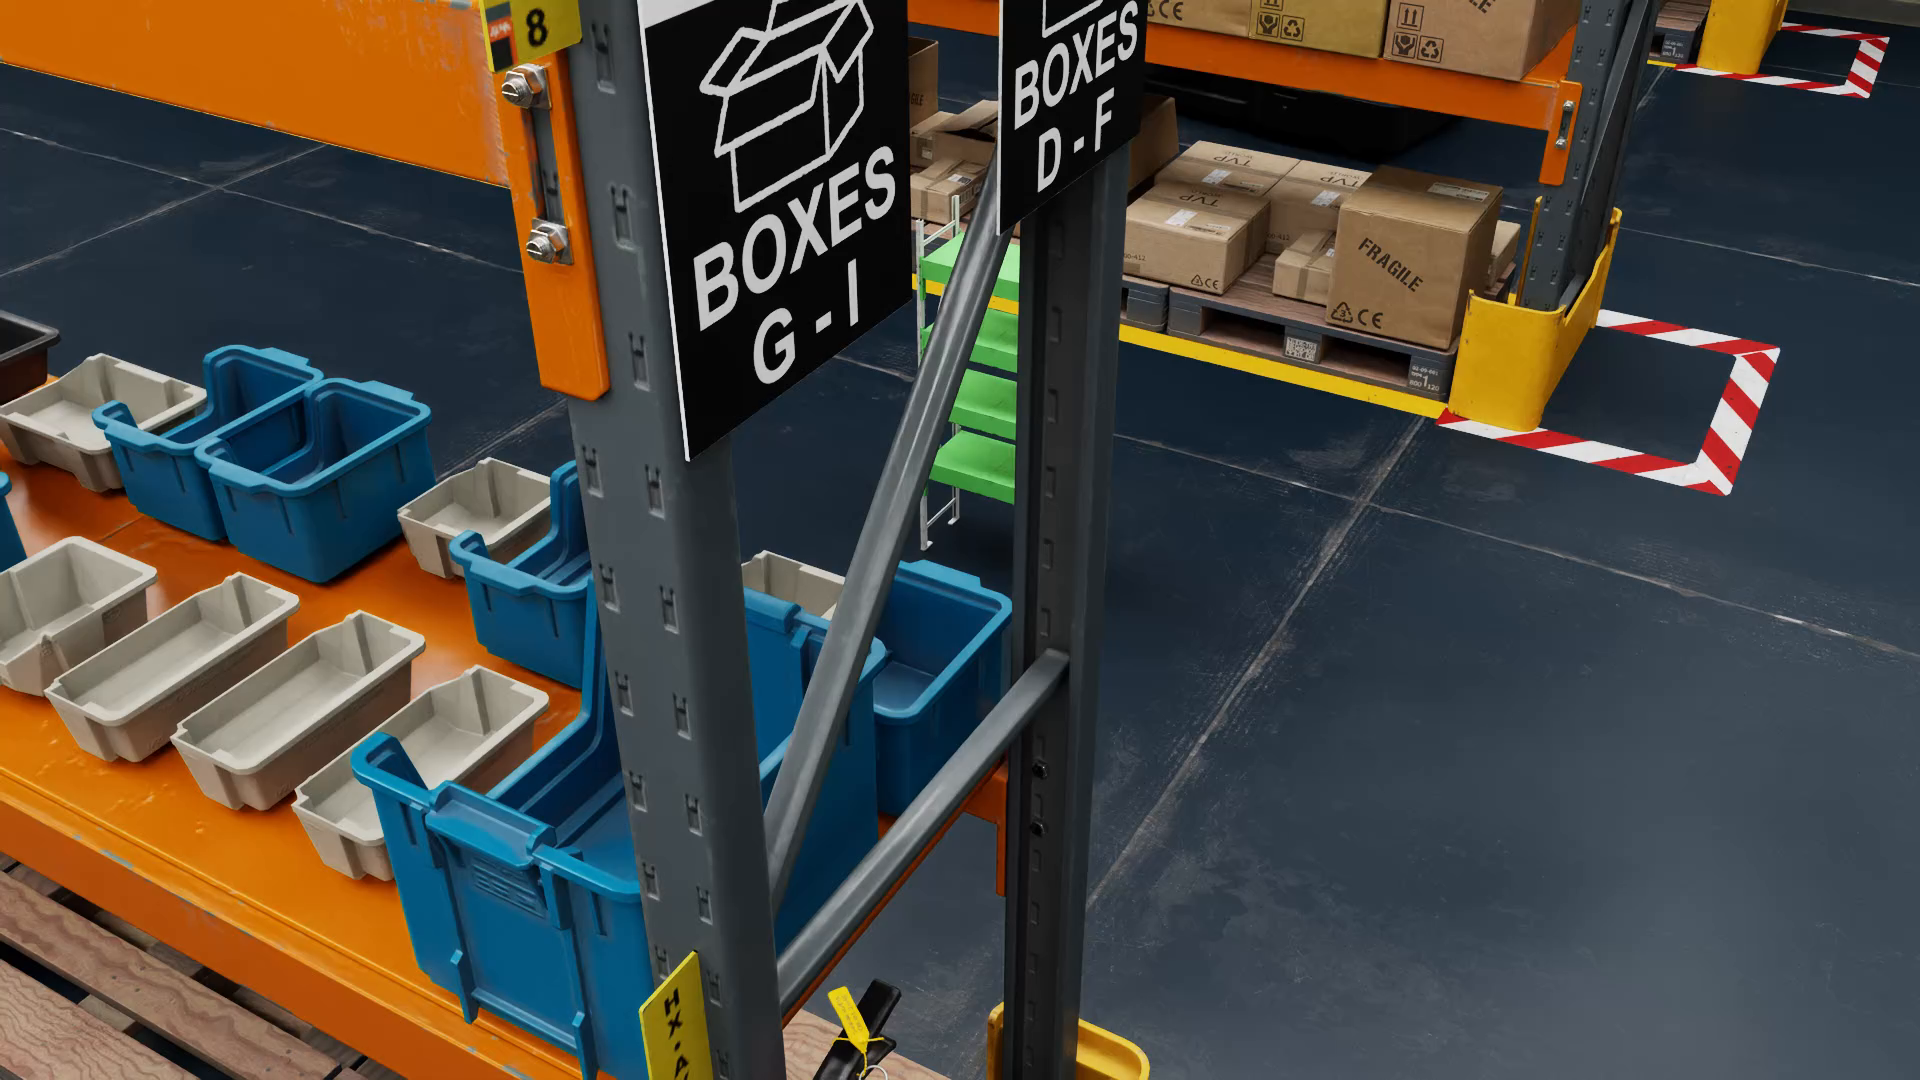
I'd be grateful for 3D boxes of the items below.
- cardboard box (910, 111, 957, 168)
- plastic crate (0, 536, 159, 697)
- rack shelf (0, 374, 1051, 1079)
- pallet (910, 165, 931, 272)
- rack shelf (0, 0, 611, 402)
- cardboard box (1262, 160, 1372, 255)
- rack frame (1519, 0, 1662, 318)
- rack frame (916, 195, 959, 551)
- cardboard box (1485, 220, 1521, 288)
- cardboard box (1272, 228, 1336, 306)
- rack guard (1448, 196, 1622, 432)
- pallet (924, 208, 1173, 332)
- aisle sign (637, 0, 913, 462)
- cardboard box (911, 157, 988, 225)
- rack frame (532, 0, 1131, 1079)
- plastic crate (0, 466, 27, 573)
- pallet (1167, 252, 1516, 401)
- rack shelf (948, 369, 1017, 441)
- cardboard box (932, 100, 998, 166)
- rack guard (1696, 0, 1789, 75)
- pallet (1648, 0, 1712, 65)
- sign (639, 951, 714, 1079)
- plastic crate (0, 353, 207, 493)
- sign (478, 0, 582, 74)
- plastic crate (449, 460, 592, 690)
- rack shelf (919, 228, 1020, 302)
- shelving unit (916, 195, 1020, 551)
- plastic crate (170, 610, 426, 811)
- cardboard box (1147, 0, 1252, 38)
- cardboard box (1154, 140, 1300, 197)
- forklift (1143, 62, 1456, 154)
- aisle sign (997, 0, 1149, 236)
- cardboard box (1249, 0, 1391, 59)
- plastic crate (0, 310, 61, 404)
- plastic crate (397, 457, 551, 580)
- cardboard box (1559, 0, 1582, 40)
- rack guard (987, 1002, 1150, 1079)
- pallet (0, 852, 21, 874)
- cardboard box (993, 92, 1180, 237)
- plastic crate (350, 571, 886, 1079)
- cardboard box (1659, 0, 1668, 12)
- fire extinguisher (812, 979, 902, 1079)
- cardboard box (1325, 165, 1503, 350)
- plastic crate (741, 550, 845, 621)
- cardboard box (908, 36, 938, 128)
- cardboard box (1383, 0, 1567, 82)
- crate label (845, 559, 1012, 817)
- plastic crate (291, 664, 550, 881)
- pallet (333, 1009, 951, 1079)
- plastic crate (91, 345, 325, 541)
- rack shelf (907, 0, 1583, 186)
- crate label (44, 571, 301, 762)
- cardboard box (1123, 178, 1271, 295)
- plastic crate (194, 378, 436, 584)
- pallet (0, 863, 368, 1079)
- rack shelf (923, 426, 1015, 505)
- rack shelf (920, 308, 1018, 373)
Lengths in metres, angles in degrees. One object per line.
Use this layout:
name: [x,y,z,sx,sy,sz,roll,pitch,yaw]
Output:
cardboard box: [-0.089,-1.958,8.159,0.250,0.149,0.380,18,37,24]
plastic crate: [-1.630,0.150,3.002,0.250,0.136,0.298,18,37,24]
rack shelf: [-1.804,0.176,3.428,4.000,0.370,1.077,18,37,24]
pallet: [-0.484,-1.706,8.121,1.213,0.211,1.003,18,37,24]
rack shelf: [-1.804,-1.072,2.597,4.000,0.370,1.077,18,37,24]
cardboard box: [1.628,-1.418,7.257,0.500,0.250,0.500,18,37,24]
rack frame: [2.393,-1.956,5.981,0.127,3.000,1.000,18,37,24]
rack frame: [-0.068,-0.521,5.450,0.015,1.200,0.240,18,37,24]
cardboard box: [2.200,-1.233,7.070,0.250,0.149,0.380,18,37,24]
cardboard box: [1.492,-1.145,6.923,0.250,0.166,0.380,18,37,24]
rack guard: [2.327,-0.936,6.705,0.348,0.500,1.175,18,37,24]
pallet: [0.579,-1.371,7.618,1.213,0.211,1.003,18,37,24]
aisle sign: [-0.151,-0.494,1.441,0.004,0.787,0.394,18,37,24]
cardboard box: [-0.067,-1.607,7.616,0.250,0.166,0.380,18,37,24]
rack frame: [-0.069,0.428,2.400,0.053,2.616,0.949,18,37,24]
plastic crate: [-1.978,0.030,3.095,0.300,0.233,0.416,18,37,24]
pallet: [1.635,-1.035,7.114,1.213,0.211,1.003,18,37,24]
rack shelf: [0.144,-0.401,5.384,0.480,0.148,0.258,18,37,24]
cardboard box: [0.207,-1.893,7.916,0.500,0.311,0.500,18,37,24]
rack guard: [4.869,-3.294,10.245,0.348,0.500,1.175,18,37,24]
pallet: [4.115,-3.362,10.609,1.213,0.211,1.003,18,37,24]
sign: [-0.327,0.628,1.953,0.005,0.325,0.100,18,37,24]
plastic crate: [-1.880,-0.254,3.609,0.466,0.136,0.293,18,37,24]
sign: [-0.327,-0.509,1.196,0.005,0.325,0.100,18,37,24]
plastic crate: [-0.690,0.064,3.044,0.300,0.233,0.416,18,37,24]
rack shelf: [0.144,-0.800,5.118,0.480,0.148,0.258,18,37,24]
shelving unit: [0.144,-0.454,5.349,0.503,1.200,0.258,18,37,24]
plastic crate: [-1.110,0.288,2.795,0.243,0.136,0.396,18,37,24]
cardboard box: [0.987,-2.270,6.363,0.500,0.500,0.500,18,38,25]
cardboard box: [1.194,-1.556,7.464,0.500,0.250,0.500,18,37,24]
forklift: [1.387,-3.906,8.971,3.031,2.935,1.130,24,40,31]
aisle sign: [0.142,-0.778,1.867,0.004,0.787,0.394,18,37,24]
cardboard box: [1.417,-2.131,6.153,0.500,0.500,0.500,18,38,25]
plastic crate: [-2.436,-0.405,3.846,0.590,0.125,0.437,18,37,24]
plastic crate: [-0.945,-0.029,3.272,0.298,0.136,0.250,18,37,24]
cardboard box: [2.139,-2.246,6.327,0.500,0.500,0.500,18,38,25]
rack guard: [-0.040,1.468,3.095,0.348,0.500,1.175,18,37,24]
pallet: [-2.883,0.671,4.552,1.213,0.211,1.003,18,37,24]
cardboard box: [0.554,-1.686,7.431,0.637,0.503,0.797,18,37,24]
plastic crate: [-0.451,0.385,2.380,0.499,0.435,0.616,18,37,24]
cardboard box: [4.191,-3.619,10.355,0.500,0.500,0.700,18,37,24]
fire extinguisher: [-0.162,0.874,2.137,0.183,0.674,0.296,18,37,24]
cardboard box: [1.799,-1.130,6.598,0.500,0.500,0.500,18,37,24]
plastic crate: [-0.356,0.157,2.991,0.298,0.136,0.250,18,37,24]
cardboard box: [-0.444,-2.178,8.173,0.500,0.500,0.500,18,37,24]
cardboard box: [1.869,-1.990,5.941,0.500,0.500,0.500,19,38,26]
crate label: [-0.119,0.245,2.772,0.303,0.233,0.416,18,37,24]
plastic crate: [-0.866,0.374,2.665,0.243,0.136,0.396,18,37,24]
pallet: [-0.765,1.342,3.544,1.213,0.211,1.003,18,37,24]
plastic crate: [-1.523,-0.199,3.440,0.300,0.233,0.416,18,37,24]
rack shelf: [0.657,-2.206,7.006,4.000,0.370,1.077,18,37,24]
crate label: [-1.364,0.223,2.893,0.243,0.136,0.396,18,37,24]
cardboard box: [0.989,-1.301,7.082,0.500,0.250,0.500,18,37,24]
plastic crate: [-1.262,-0.117,3.316,0.300,0.233,0.416,18,37,24]
pallet: [-1.820,1.006,4.049,1.213,0.211,1.003,18,37,24]
rack shelf: [0.144,-0.201,5.518,0.480,0.148,0.258,18,37,24]
rack shelf: [0.144,-0.600,5.251,0.480,0.148,0.258,18,37,24]
